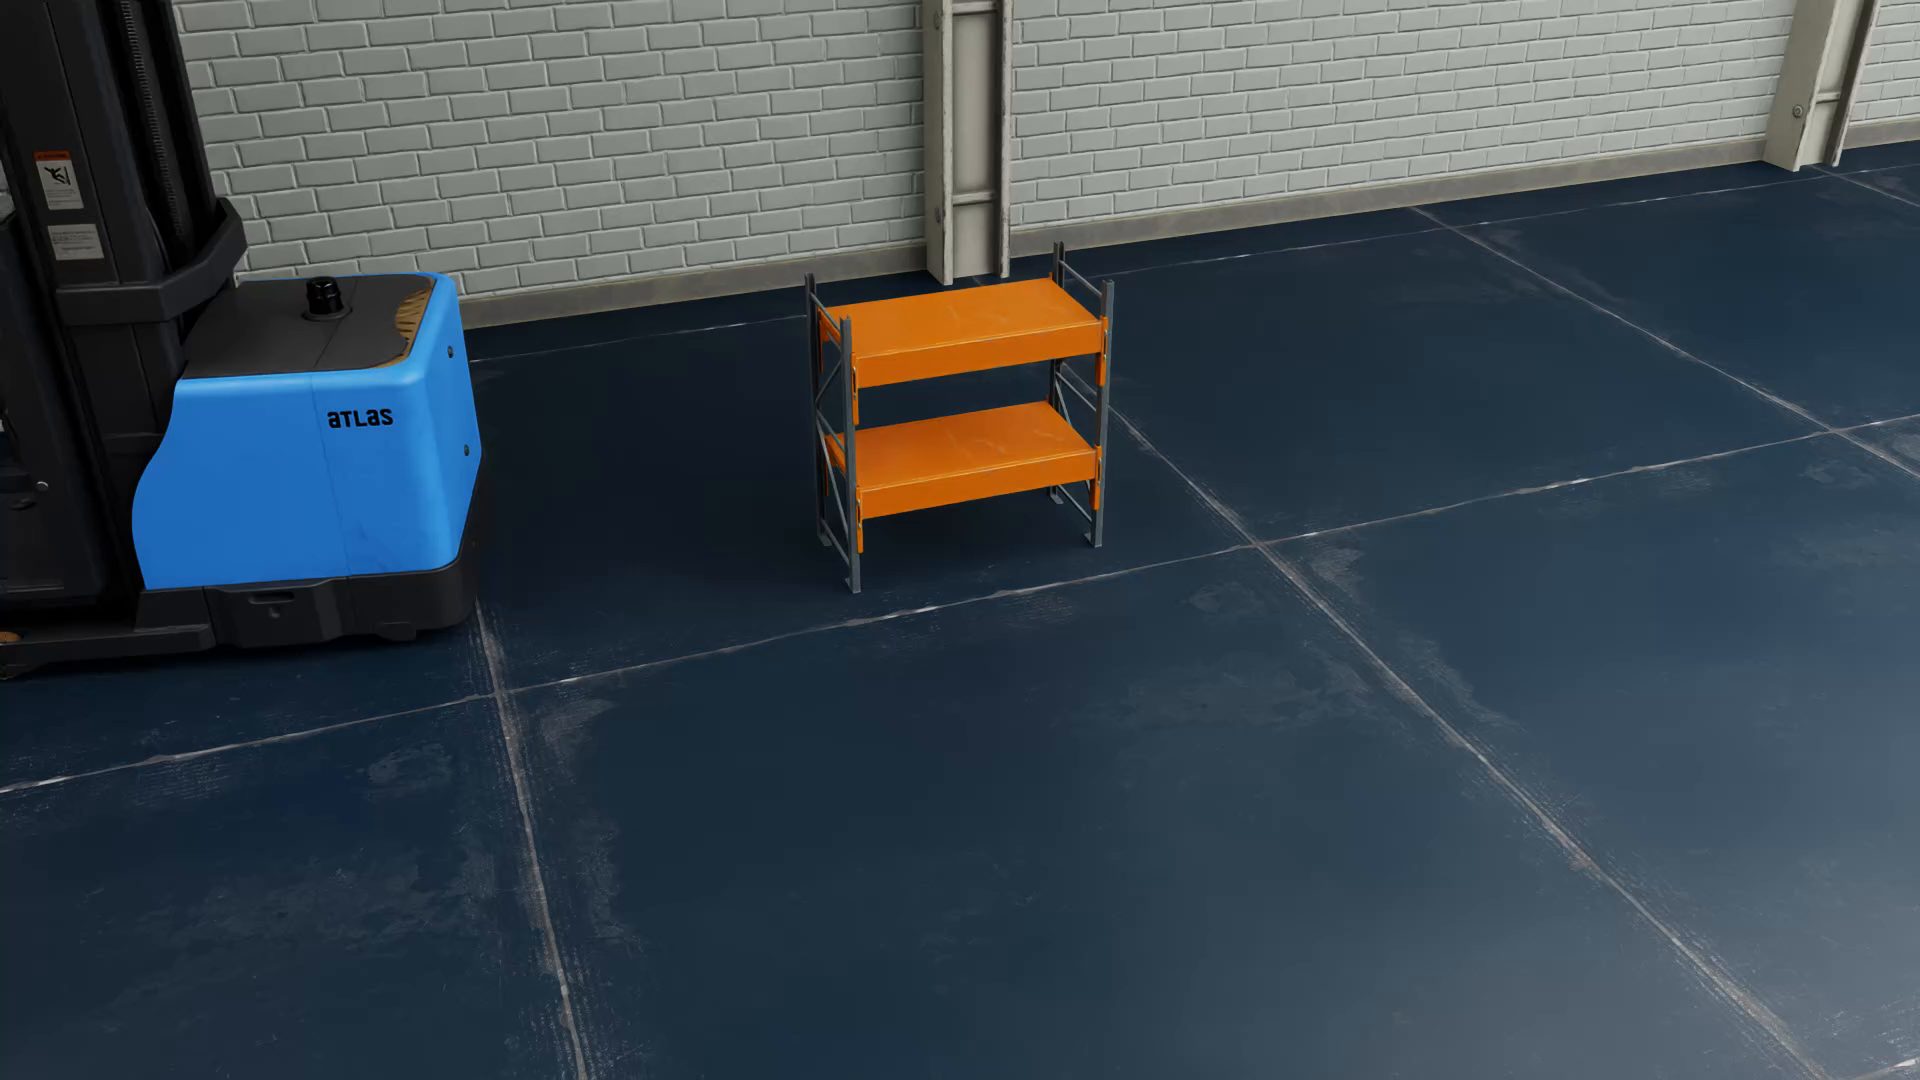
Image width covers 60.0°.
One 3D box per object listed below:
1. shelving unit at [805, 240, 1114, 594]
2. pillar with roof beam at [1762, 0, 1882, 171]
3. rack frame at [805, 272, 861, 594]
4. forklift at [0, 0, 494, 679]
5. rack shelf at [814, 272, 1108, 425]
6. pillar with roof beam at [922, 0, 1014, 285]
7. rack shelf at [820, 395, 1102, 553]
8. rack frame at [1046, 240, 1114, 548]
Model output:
[{"bbox_3d":[-0.006,-0.488,6.470,1.048,1.125,0.538,-10,31,-18],"label":"shelving unit"},{"bbox_3d":[7.165,-4.466,5.499,0.400,9.000,9.100,-10,31,-18],"label":"pillar with roof beam"},{"bbox_3d":[-0.483,-0.400,6.315,0.032,1.125,0.500,-10,31,-18],"label":"rack frame"},{"bbox_3d":[-3.366,-1.048,5.628,3.031,2.935,1.130,-4,30,-7],"label":"forklift"},{"bbox_3d":[-0.006,-0.742,6.325,1.000,0.278,0.538,-10,31,-18],"label":"rack shelf"},{"bbox_3d":[1.541,-3.430,3.681,0.400,9.000,9.100,-10,31,-18],"label":"pillar with roof beam"},{"bbox_3d":[-0.006,-0.275,6.591,1.000,0.278,0.538,-10,31,-18],"label":"rack shelf"},{"bbox_3d":[0.470,-0.575,6.624,0.032,1.125,0.500,-10,31,-18],"label":"rack frame"}]
